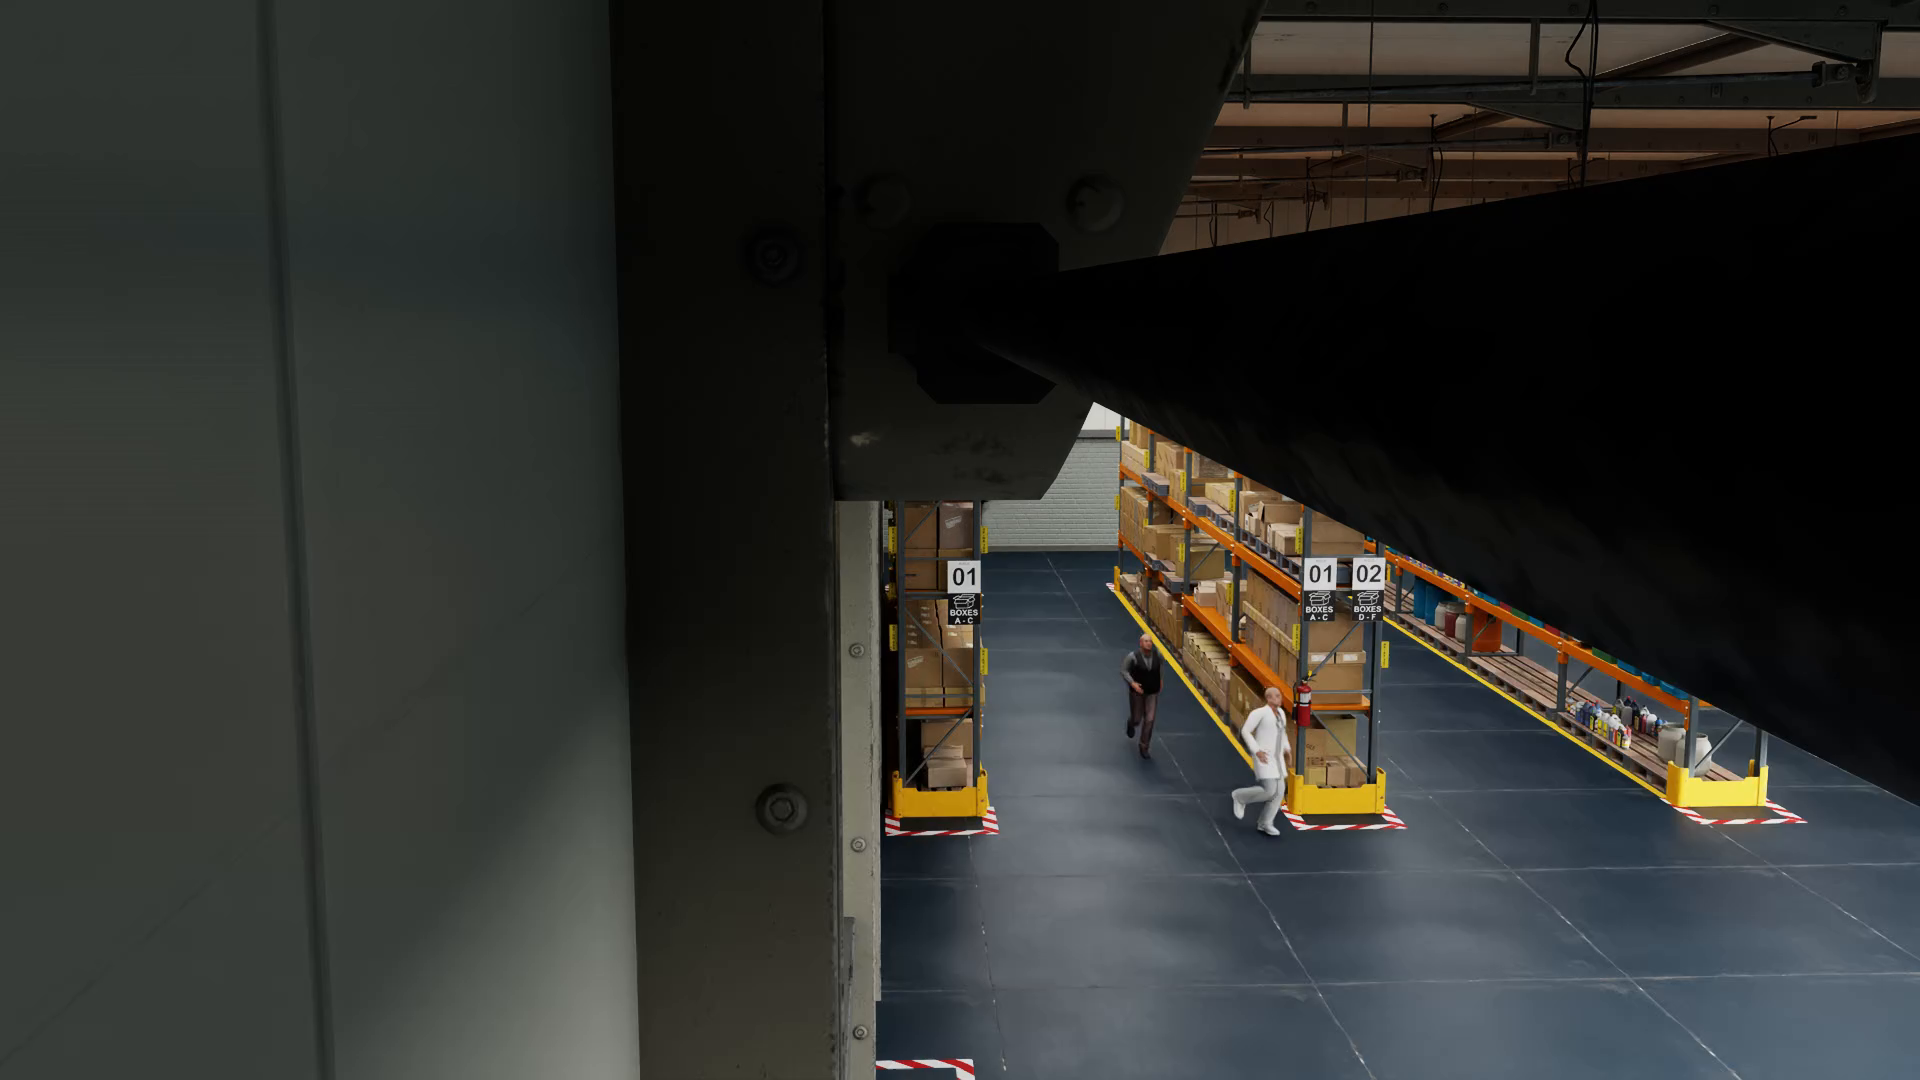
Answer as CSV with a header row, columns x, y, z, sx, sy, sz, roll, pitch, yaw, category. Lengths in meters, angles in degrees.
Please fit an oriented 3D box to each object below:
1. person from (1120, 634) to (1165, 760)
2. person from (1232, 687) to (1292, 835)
x,y,z,sx,sy,sz,roll,pitch,yaw,category
2.576,2.148,23.390,0.684,1.713,0.885,-2,8,-12,person
3.724,2.619,20.010,0.759,1.702,0.741,-7,11,-40,person
